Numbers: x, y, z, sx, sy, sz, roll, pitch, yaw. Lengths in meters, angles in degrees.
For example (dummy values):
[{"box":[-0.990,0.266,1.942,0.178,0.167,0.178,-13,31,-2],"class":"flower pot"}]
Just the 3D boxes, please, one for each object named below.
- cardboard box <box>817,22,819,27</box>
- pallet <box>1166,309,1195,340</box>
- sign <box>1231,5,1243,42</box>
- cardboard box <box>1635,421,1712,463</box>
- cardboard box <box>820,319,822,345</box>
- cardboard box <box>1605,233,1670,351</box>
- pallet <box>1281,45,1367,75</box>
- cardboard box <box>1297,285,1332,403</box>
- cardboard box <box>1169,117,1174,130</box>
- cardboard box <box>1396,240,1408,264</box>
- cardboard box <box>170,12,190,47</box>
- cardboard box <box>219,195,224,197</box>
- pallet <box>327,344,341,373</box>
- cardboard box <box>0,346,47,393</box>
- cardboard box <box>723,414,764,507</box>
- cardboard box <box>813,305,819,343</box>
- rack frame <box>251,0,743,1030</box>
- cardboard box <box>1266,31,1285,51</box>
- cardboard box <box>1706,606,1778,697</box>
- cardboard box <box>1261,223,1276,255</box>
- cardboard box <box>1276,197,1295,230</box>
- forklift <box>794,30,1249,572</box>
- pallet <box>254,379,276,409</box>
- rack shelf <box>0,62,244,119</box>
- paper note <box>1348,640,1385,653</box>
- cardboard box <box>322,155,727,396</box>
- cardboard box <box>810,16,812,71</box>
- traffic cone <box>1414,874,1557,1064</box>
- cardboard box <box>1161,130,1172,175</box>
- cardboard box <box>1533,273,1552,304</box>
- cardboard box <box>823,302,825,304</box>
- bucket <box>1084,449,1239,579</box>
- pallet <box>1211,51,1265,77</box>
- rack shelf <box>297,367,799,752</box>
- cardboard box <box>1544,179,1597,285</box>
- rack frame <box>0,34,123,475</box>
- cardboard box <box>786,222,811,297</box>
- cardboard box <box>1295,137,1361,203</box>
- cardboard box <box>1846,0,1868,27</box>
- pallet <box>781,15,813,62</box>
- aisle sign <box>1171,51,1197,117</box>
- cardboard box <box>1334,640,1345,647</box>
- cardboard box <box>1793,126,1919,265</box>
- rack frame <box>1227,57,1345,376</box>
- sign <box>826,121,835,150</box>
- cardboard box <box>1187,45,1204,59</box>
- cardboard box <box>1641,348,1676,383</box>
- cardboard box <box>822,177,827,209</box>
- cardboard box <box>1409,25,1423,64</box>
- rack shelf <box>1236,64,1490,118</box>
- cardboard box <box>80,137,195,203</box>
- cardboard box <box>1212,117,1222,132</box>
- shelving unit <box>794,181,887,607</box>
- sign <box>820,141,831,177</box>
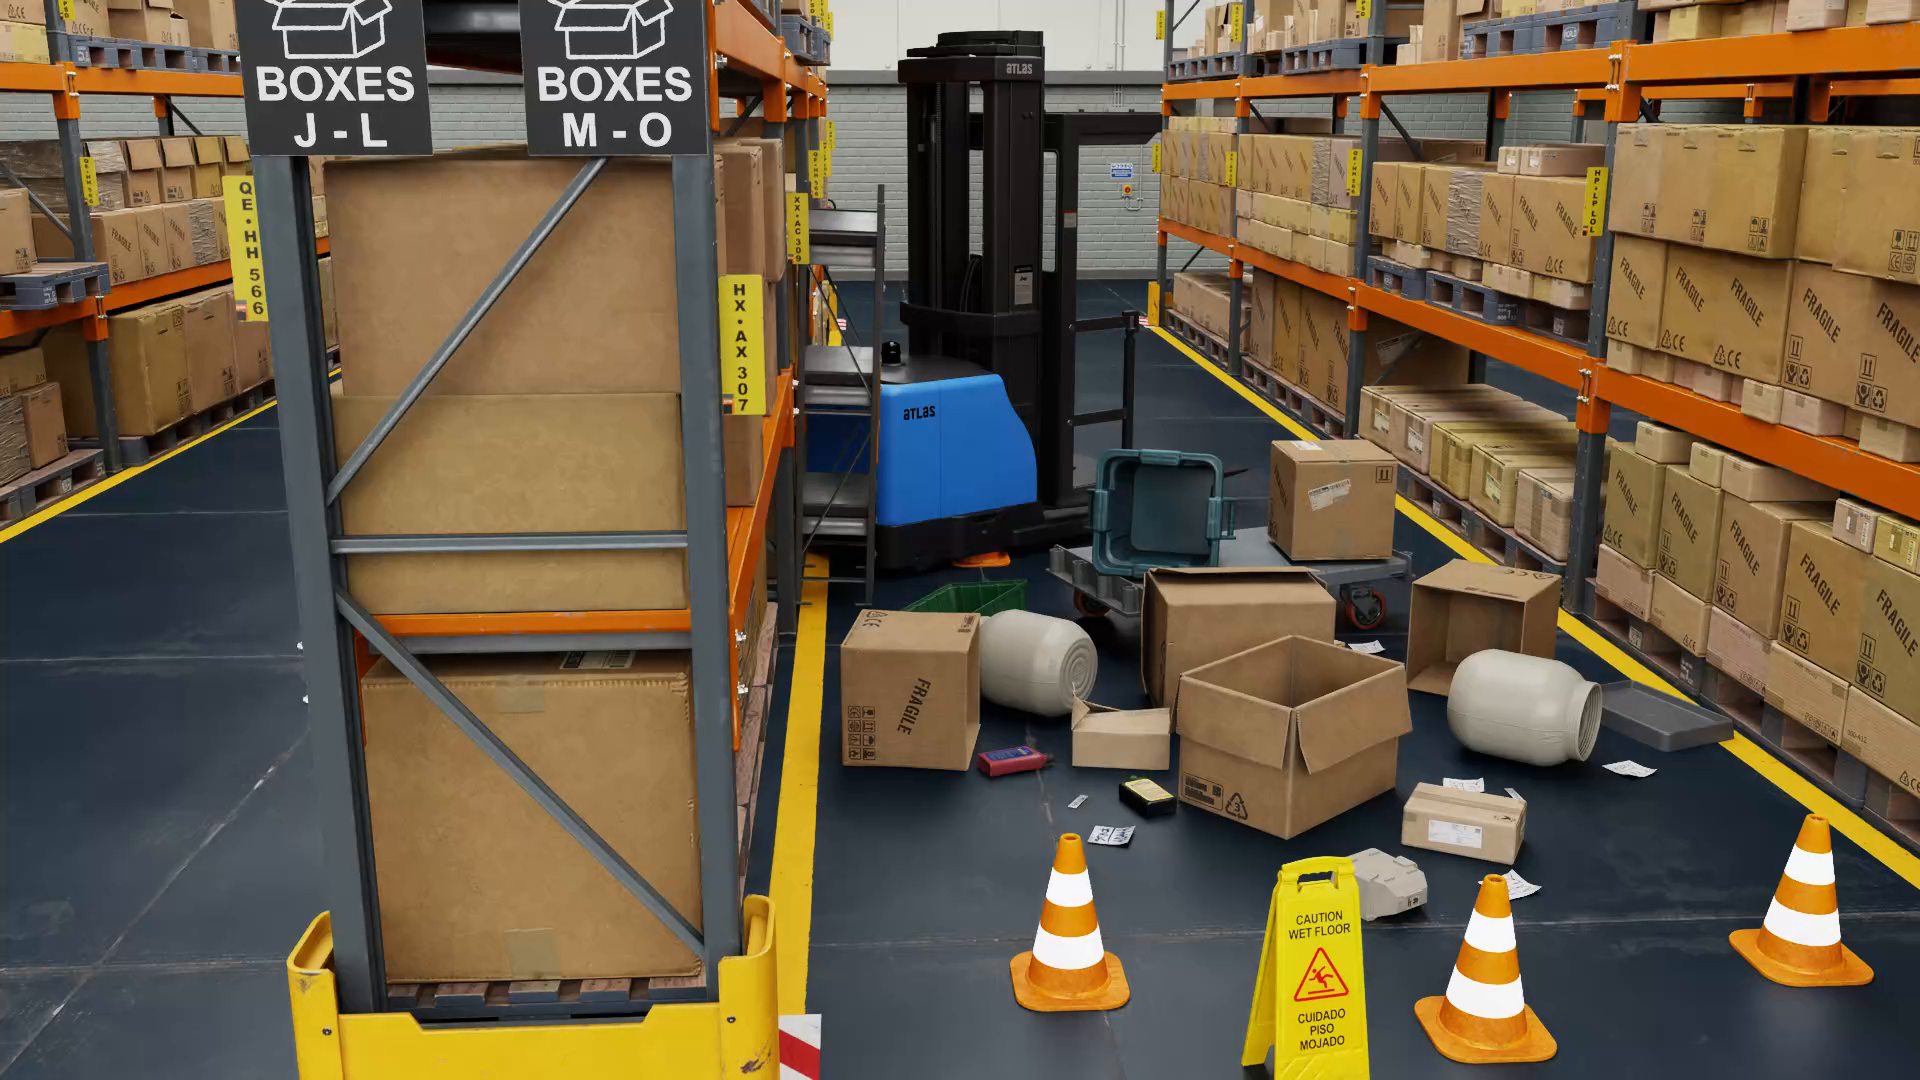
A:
[{"box":[-1.614,-5.192,16.663,0.380,0.149,0.250,0,14,-1],"class":"cardboard box"},{"box":[3.009,-2.521,19.402,1.003,0.211,1.213,-1,14,-3],"class":"pallet"},{"box":[2.576,-4.807,15.473,0.100,0.325,0.005,-1,14,-3],"class":"sign"},{"box":[3.340,-0.451,7.628,0.380,0.149,0.250,-1,14,-3],"class":"cardboard box"},{"box":[-1.507,-1.786,15.120,0.500,0.500,0.500,-1,14,-5],"class":"cardboard box"},{"box":[3.374,-1.164,7.732,0.500,0.500,0.500,-1,14,-4],"class":"cardboard box"},{"box":[3.212,-3.878,13.439,1.003,0.211,1.213,0,14,-1],"class":"pallet"},{"box":[3.366,-1.649,13.837,0.875,0.875,0.875,-1,14,-3],"class":"cardboard box"},{"box":[2.627,-4.824,19.245,0.380,0.149,0.250,-1,14,-2],"class":"cardboard box"},{"box":[3.167,-1.938,11.201,0.380,0.149,0.250,-2,15,-7],"class":"cardboard box"},{"box":[-6.783,-4.260,13.881,0.500,0.311,0.500,-1,14,-5],"class":"cardboard box"},{"box":[-6.436,-2.735,14.435,0.500,0.500,0.500,0,14,-2],"class":"cardboard box"},{"box":[-6.730,-1.761,16.449,1.003,0.211,1.213,-1,14,-3],"class":"pallet"},{"box":[-6.442,-1.126,11.012,0.500,0.250,0.500,0,14,-1],"class":"cardboard box"},{"box":[-1.095,-0.430,5.379,0.875,0.550,0.550,-1,14,-3],"class":"cardboard box"},{"box":[-1.407,-1.759,13.511,0.500,0.250,0.500,-1,14,-3],"class":"cardboard box"},{"box":[-1.064,0.011,3.962,0.949,2.616,0.053,-1,14,-3],"class":"rack frame"},{"box":[2.859,-4.297,14.315,0.380,0.166,0.250,-2,15,-7],"class":"cardboard box"},{"box":[3.472,0.459,6.899,0.500,0.250,0.500,-1,14,-4],"class":"cardboard box"},{"box":[2.943,-2.632,14.537,0.500,0.250,0.500,-1,14,-4],"class":"cardboard box"},{"box":[2.974,-2.749,13.990,0.500,0.250,0.500,-1,14,-5],"class":"cardboard box"},{"box":[0.499,-1.513,10.025,3.031,2.935,1.130,-11,18,-36],"class":"forklift"},{"box":[-6.638,-1.380,14.968,1.003,0.211,1.213,-1,14,-3],"class":"pallet"},{"box":[-6.637,-3.528,13.144,1.077,0.370,4.000,-1,14,-3],"class":"rack shelf"},{"box":[1.955,0.511,7.979,0.148,0.019,0.142,-1,14,-3],"class":"paper note"},{"box":[-1.046,-0.677,4.170,0.875,0.550,0.550,-1,14,-3],"class":"cardboard box"},{"box":[-1.365,-3.750,12.360,0.500,0.500,0.500,-1,14,-3],"class":"cardboard box"},{"box":[1.472,1.153,4.616,0.336,0.463,0.334,-1,14,-3],"class":"traffic cone"},{"box":[2.627,-4.478,19.204,0.500,0.500,0.500,-1,14,-5],"class":"cardboard box"},{"box":[3.319,-1.356,8.939,0.380,0.149,0.250,-1,14,-5],"class":"cardboard box"},{"box":[-1.659,-2.486,17.950,0.380,0.149,0.250,0,14,-1],"class":"cardboard box"},{"box":[1.000,-0.136,8.054,0.726,0.611,0.620,4,5,16],"class":"bucket"},{"box":[3.089,-4.688,16.385,1.003,0.211,1.213,-1,14,-3],"class":"pallet"},{"box":[-1.185,-0.138,5.985,1.077,0.370,4.000,-1,14,-3],"class":"rack shelf"},{"box":[3.368,-1.592,8.554,0.500,0.500,0.500,-1,14,-4],"class":"cardboard box"},{"box":[-6.514,-1.927,11.495,1.000,3.000,0.127,-1,14,-3],"class":"rack frame"},{"box":[-1.231,-1.795,10.781,0.500,0.500,0.500,-1,14,-3],"class":"cardboard box"},{"box":[3.020,-2.988,13.413,0.500,0.500,0.500,-1,14,-3],"class":"cardboard box"},{"box":[3.495,-1.950,6.072,0.380,0.149,0.250,-1,14,-3],"class":"cardboard box"},{"box":[-1.392,-2.902,9.645,1.003,0.211,1.213,0,14,-1],"class":"pallet"},{"box":[2.588,-5.342,19.551,0.394,0.787,0.004,-1,14,-3],"class":"aisle sign"},{"box":[1.534,0.475,7.648,0.258,0.266,0.396,-13,20,-42],"class":"cardboard box"},{"box":[3.573,-1.268,6.130,0.700,0.500,0.500,-1,14,-4],"class":"cardboard box"},{"box":[3.130,-3.075,15.956,1.000,3.000,0.127,-1,14,-3],"class":"rack frame"},{"box":[-1.497,-4.685,19.258,0.100,0.325,0.005,-1,14,-3],"class":"sign"},{"box":[2.720,-5.378,18.350,0.380,0.149,0.250,0,14,-1],"class":"cardboard box"},{"box":[3.392,-0.818,7.690,0.380,0.149,0.250,0,14,-2],"class":"cardboard box"},{"box":[-1.617,-3.541,16.973,0.500,0.500,0.500,-1,14,-5],"class":"cardboard box"},{"box":[3.243,-3.323,11.171,0.396,0.266,0.258,-1,14,-3],"class":"cardboard box"},{"box":[3.254,-3.681,13.739,1.077,0.370,4.000,-1,14,-3],"class":"rack shelf"},{"box":[-6.628,-2.972,13.343,0.797,0.503,0.637,0,14,-2],"class":"cardboard box"},{"box":[2.794,-4.247,17.003,0.380,0.149,0.250,-1,14,-4],"class":"cardboard box"},{"box":[-0.618,-0.723,8.485,0.431,2.100,0.503,2,23,-3],"class":"shelving unit"},{"box":[-1.251,-3.543,15.454,0.100,0.325,0.005,-1,14,-3],"class":"sign"}]
